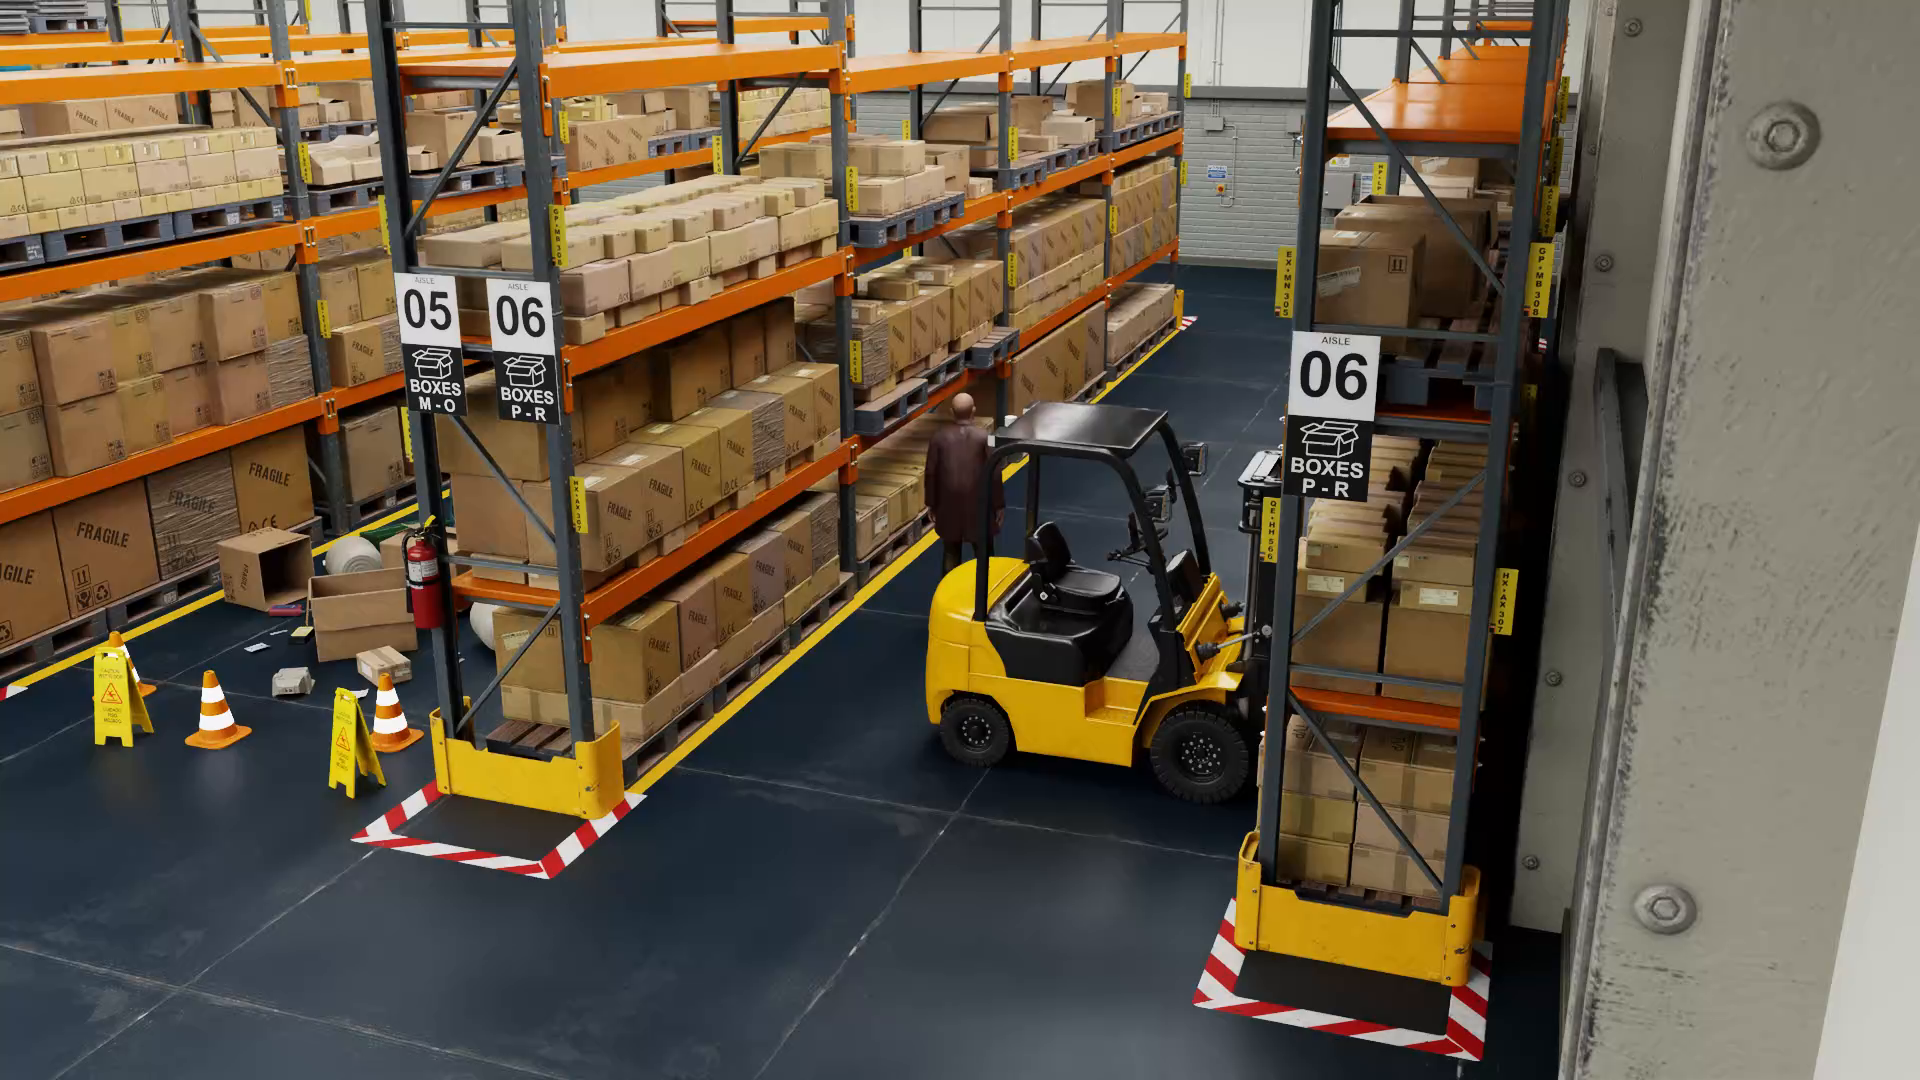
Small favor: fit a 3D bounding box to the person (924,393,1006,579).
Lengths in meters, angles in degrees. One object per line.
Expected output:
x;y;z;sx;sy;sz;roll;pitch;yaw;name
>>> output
0.039;-0.259;12.866;0.647;1.772;0.433;4;19;12;person
